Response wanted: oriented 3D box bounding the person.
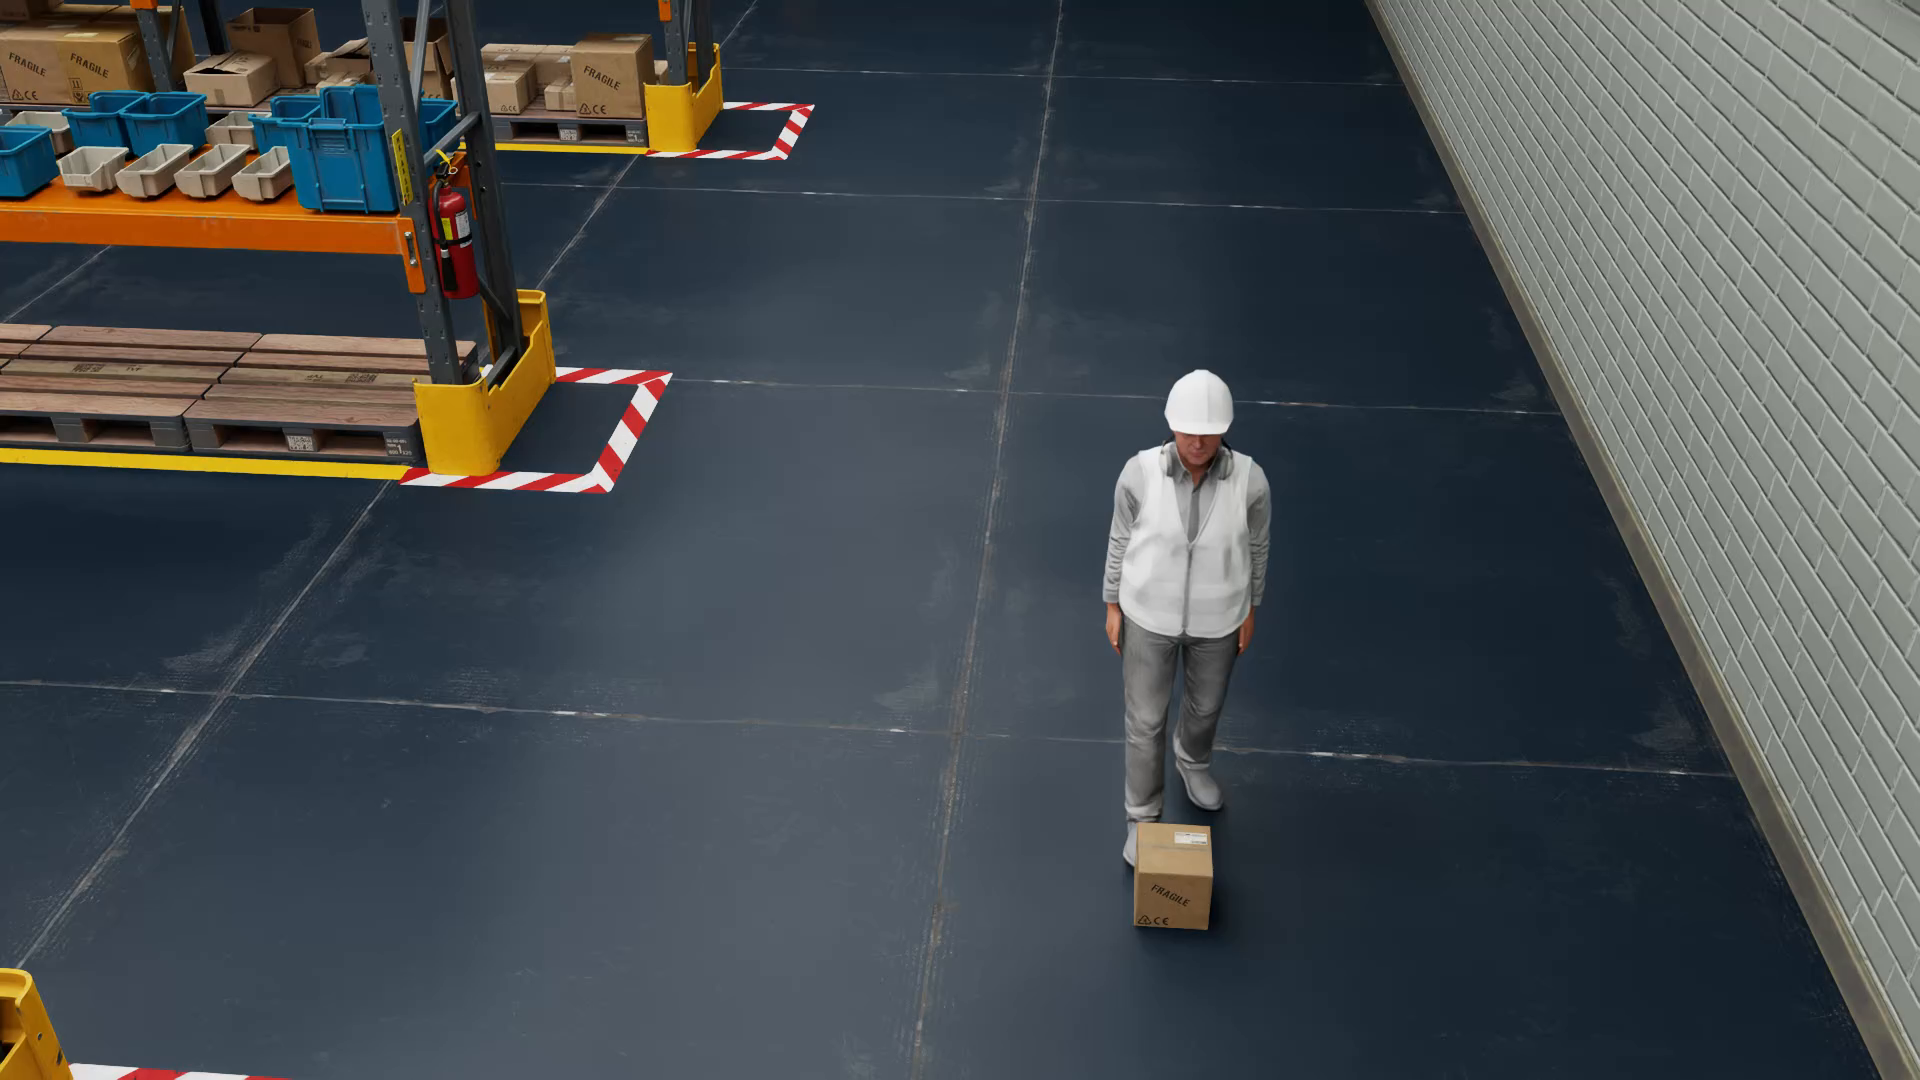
[{"bbox_3d":[0.760,0.274,5.660,0.553,1.777,0.660,3,32,4],"label":"person"}]
